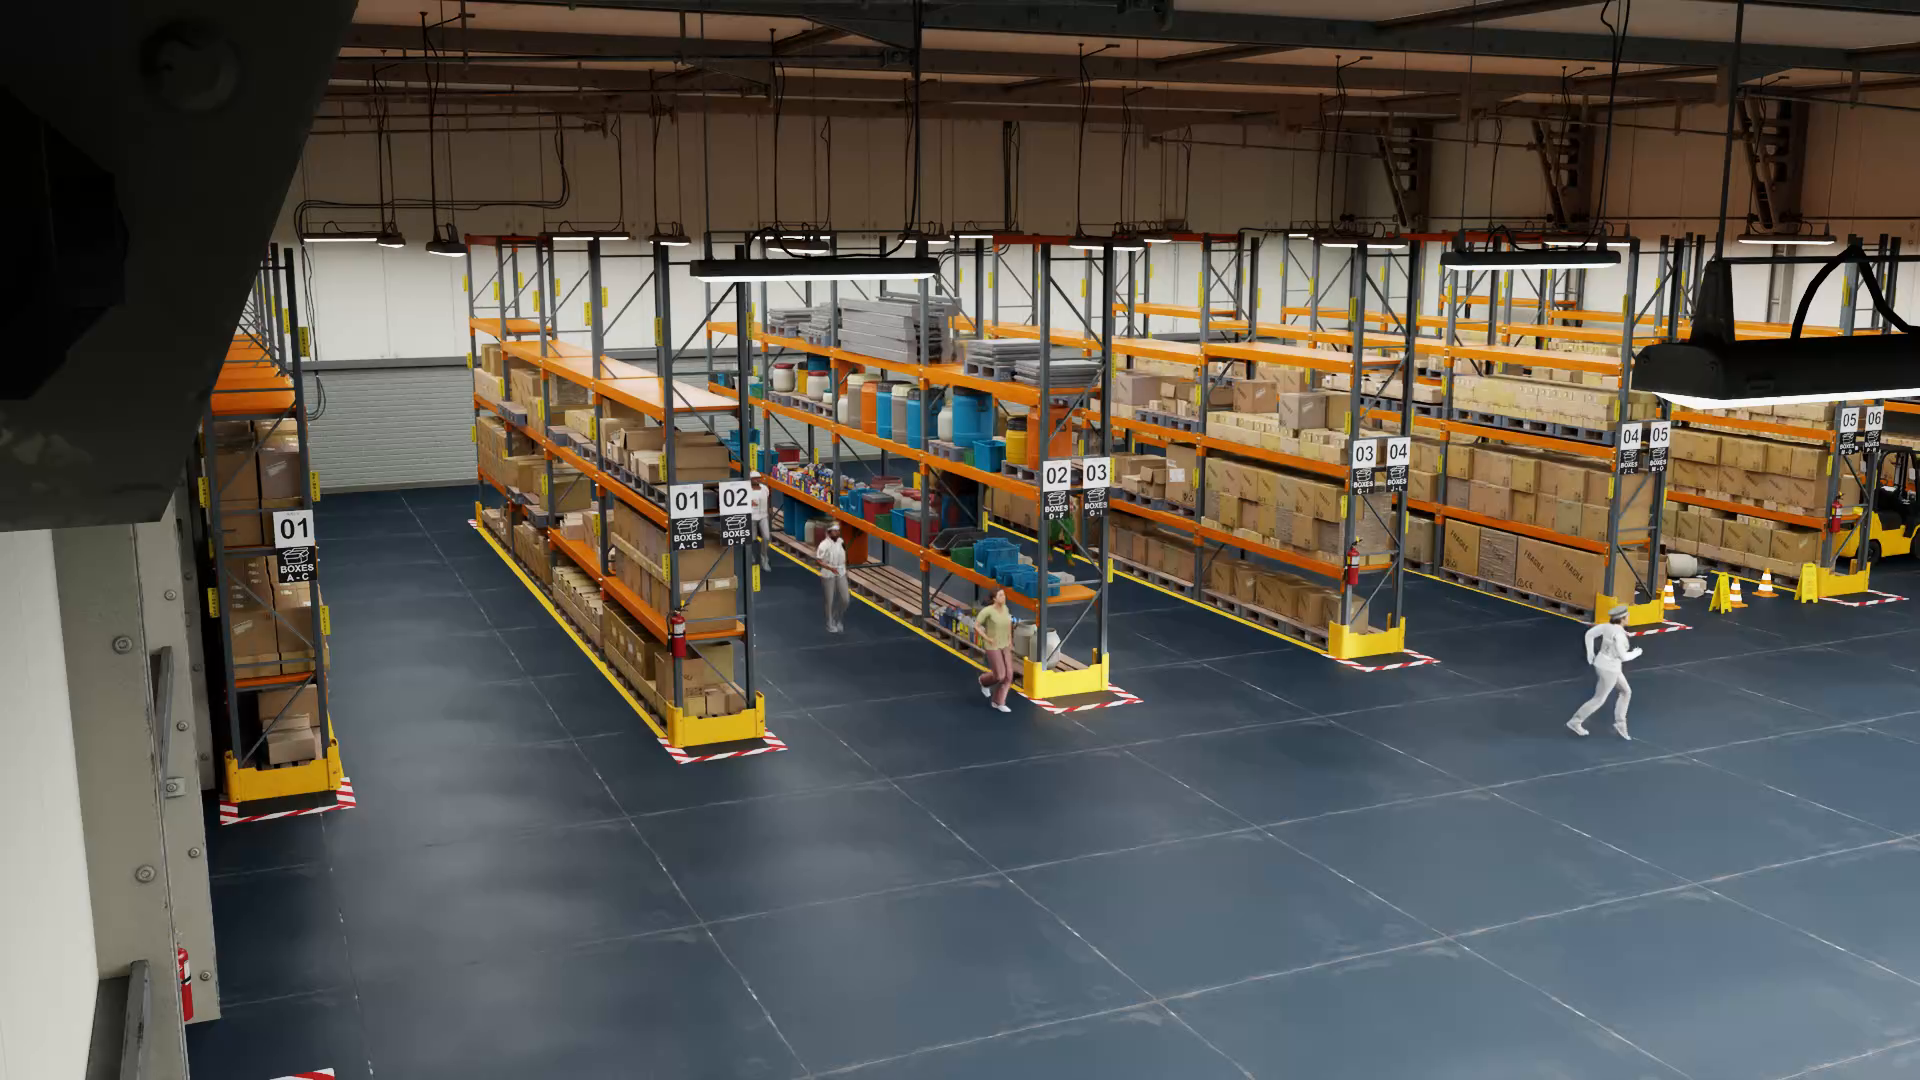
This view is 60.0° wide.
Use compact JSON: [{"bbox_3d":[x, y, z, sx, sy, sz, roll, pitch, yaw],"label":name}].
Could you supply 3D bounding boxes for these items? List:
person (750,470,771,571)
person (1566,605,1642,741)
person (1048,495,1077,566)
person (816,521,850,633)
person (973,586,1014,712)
[{"bbox_3d":[-3.716,-0.364,30.337,0.662,1.823,0.738,-5,12,-25],"label":"person"},{"bbox_3d":[7.888,1.628,20.355,0.828,1.727,0.638,1,11,3],"label":"person"},{"bbox_3d":[1.800,-0.449,29.384,0.665,1.819,0.891,-5,12,-26],"label":"person"},{"bbox_3d":[-1.830,0.559,24.420,0.576,1.709,0.580,-7,13,-32],"label":"person"},{"bbox_3d":[0.454,1.404,21.686,0.612,1.649,0.563,-8,14,-36],"label":"person"}]
